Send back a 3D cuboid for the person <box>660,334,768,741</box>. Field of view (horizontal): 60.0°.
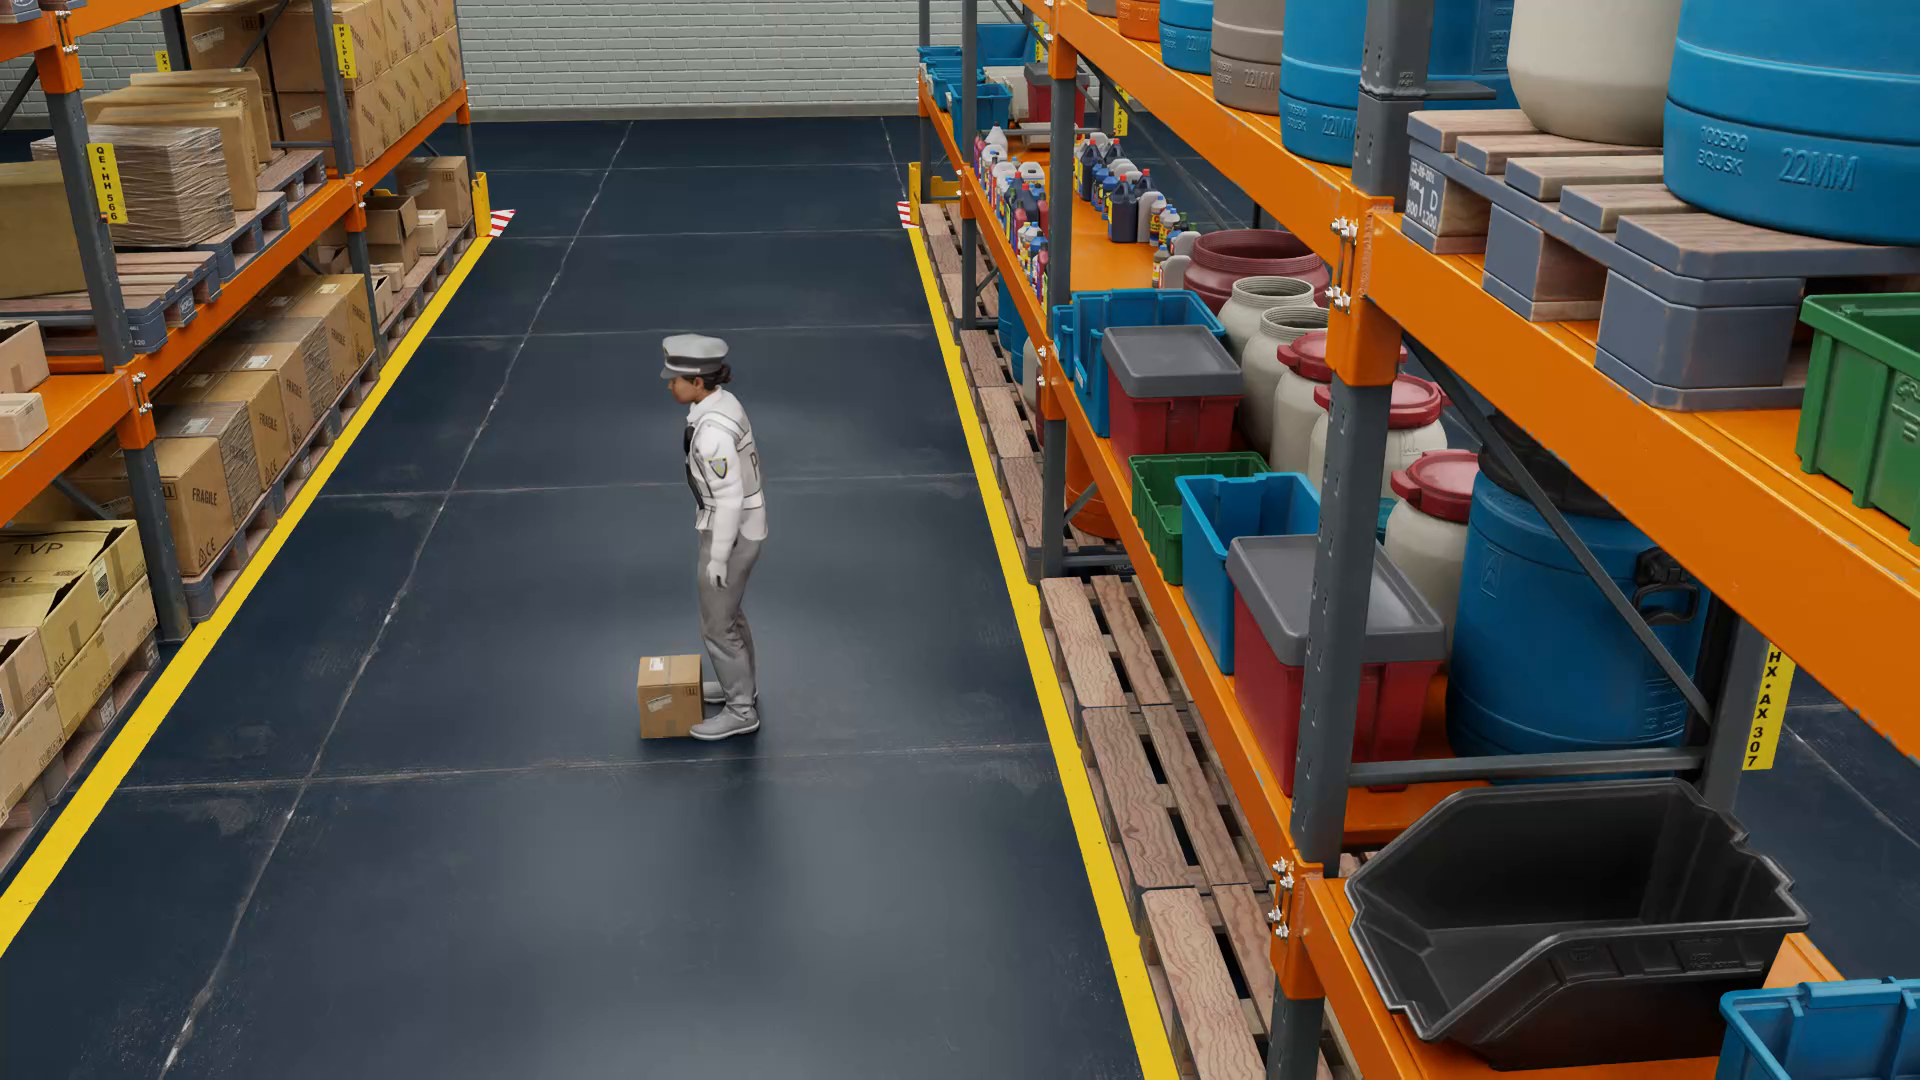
[{"bbox_3d":[-0.953,-0.011,6.622,0.375,1.662,0.528,-3,24,-7],"label":"person"}]
